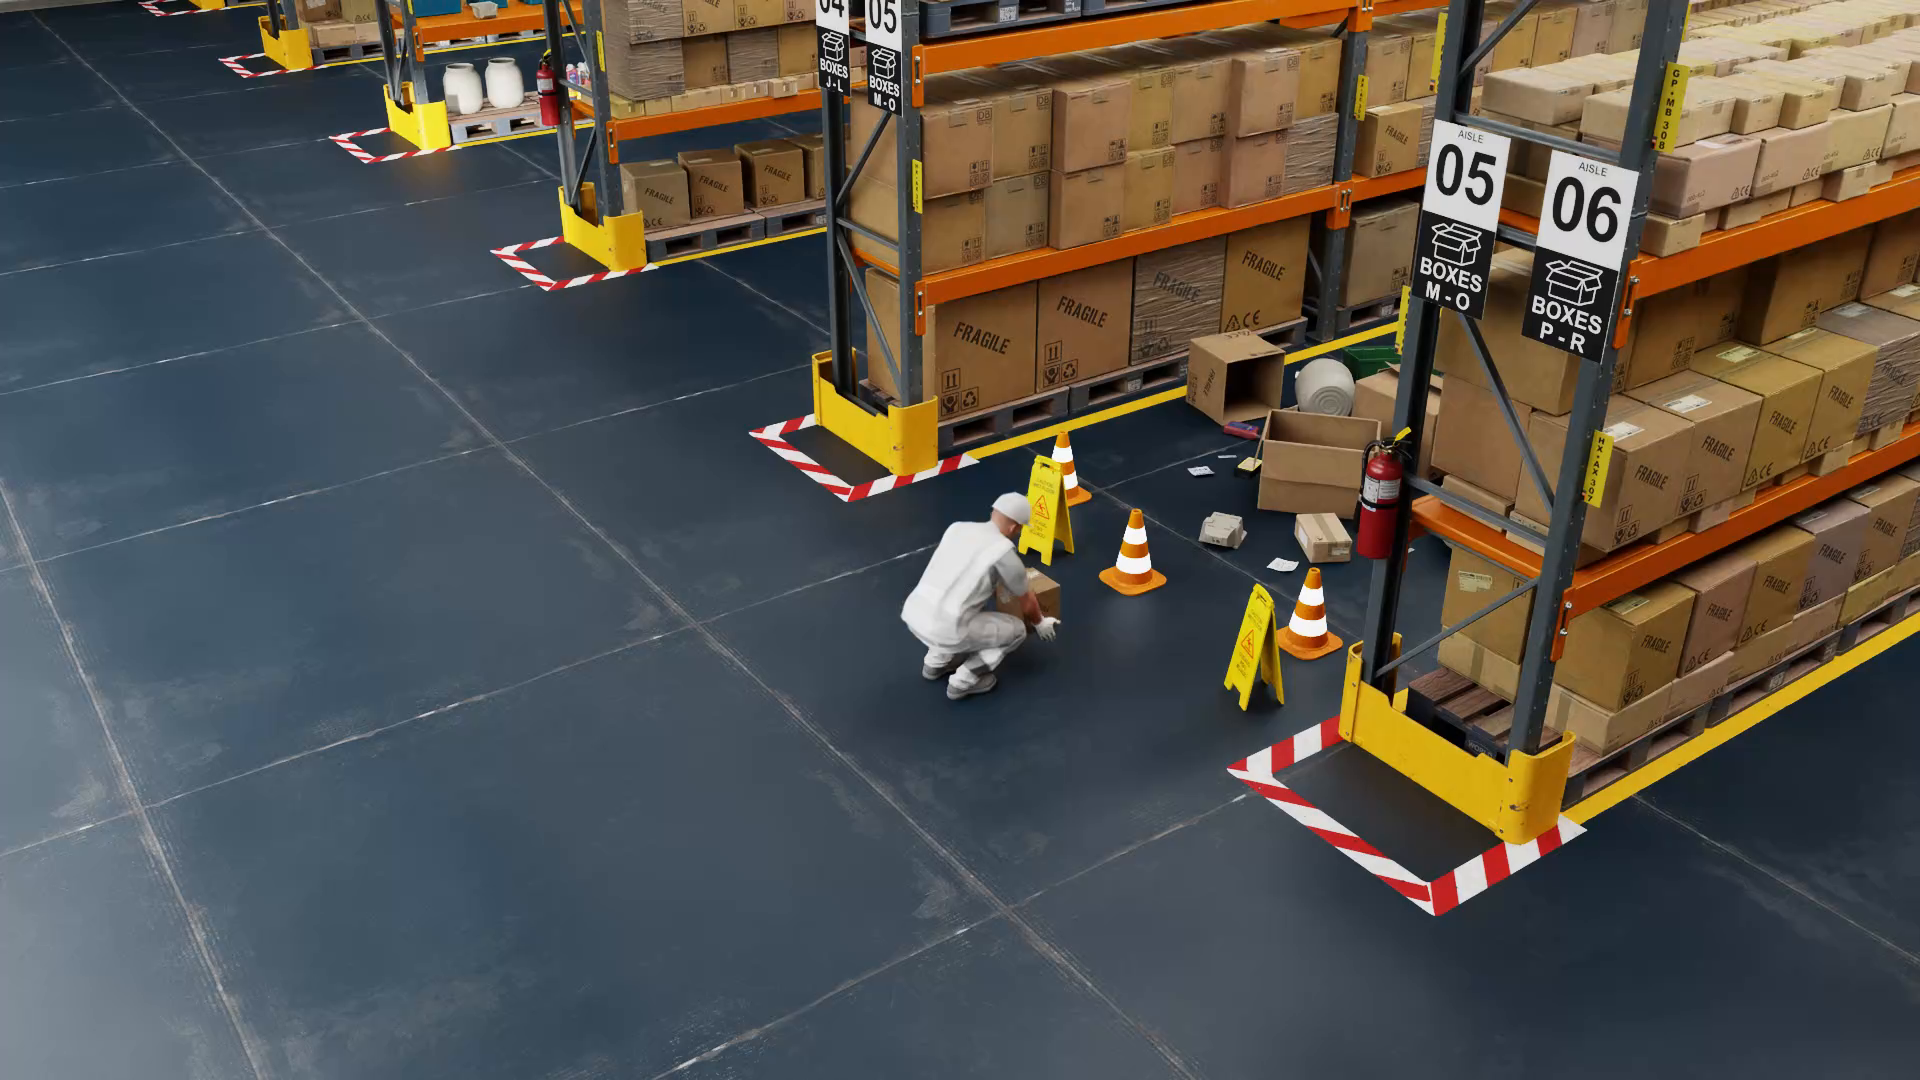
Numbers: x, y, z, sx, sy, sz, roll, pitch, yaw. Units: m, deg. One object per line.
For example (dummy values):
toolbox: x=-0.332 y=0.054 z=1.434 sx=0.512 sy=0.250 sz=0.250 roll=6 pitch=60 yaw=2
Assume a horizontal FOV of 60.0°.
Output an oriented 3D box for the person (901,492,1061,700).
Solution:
person: x=0.101 y=0.283 z=8.919 sx=0.891 sy=0.995 sz=0.551 roll=-19 pitch=34 yaw=-31
